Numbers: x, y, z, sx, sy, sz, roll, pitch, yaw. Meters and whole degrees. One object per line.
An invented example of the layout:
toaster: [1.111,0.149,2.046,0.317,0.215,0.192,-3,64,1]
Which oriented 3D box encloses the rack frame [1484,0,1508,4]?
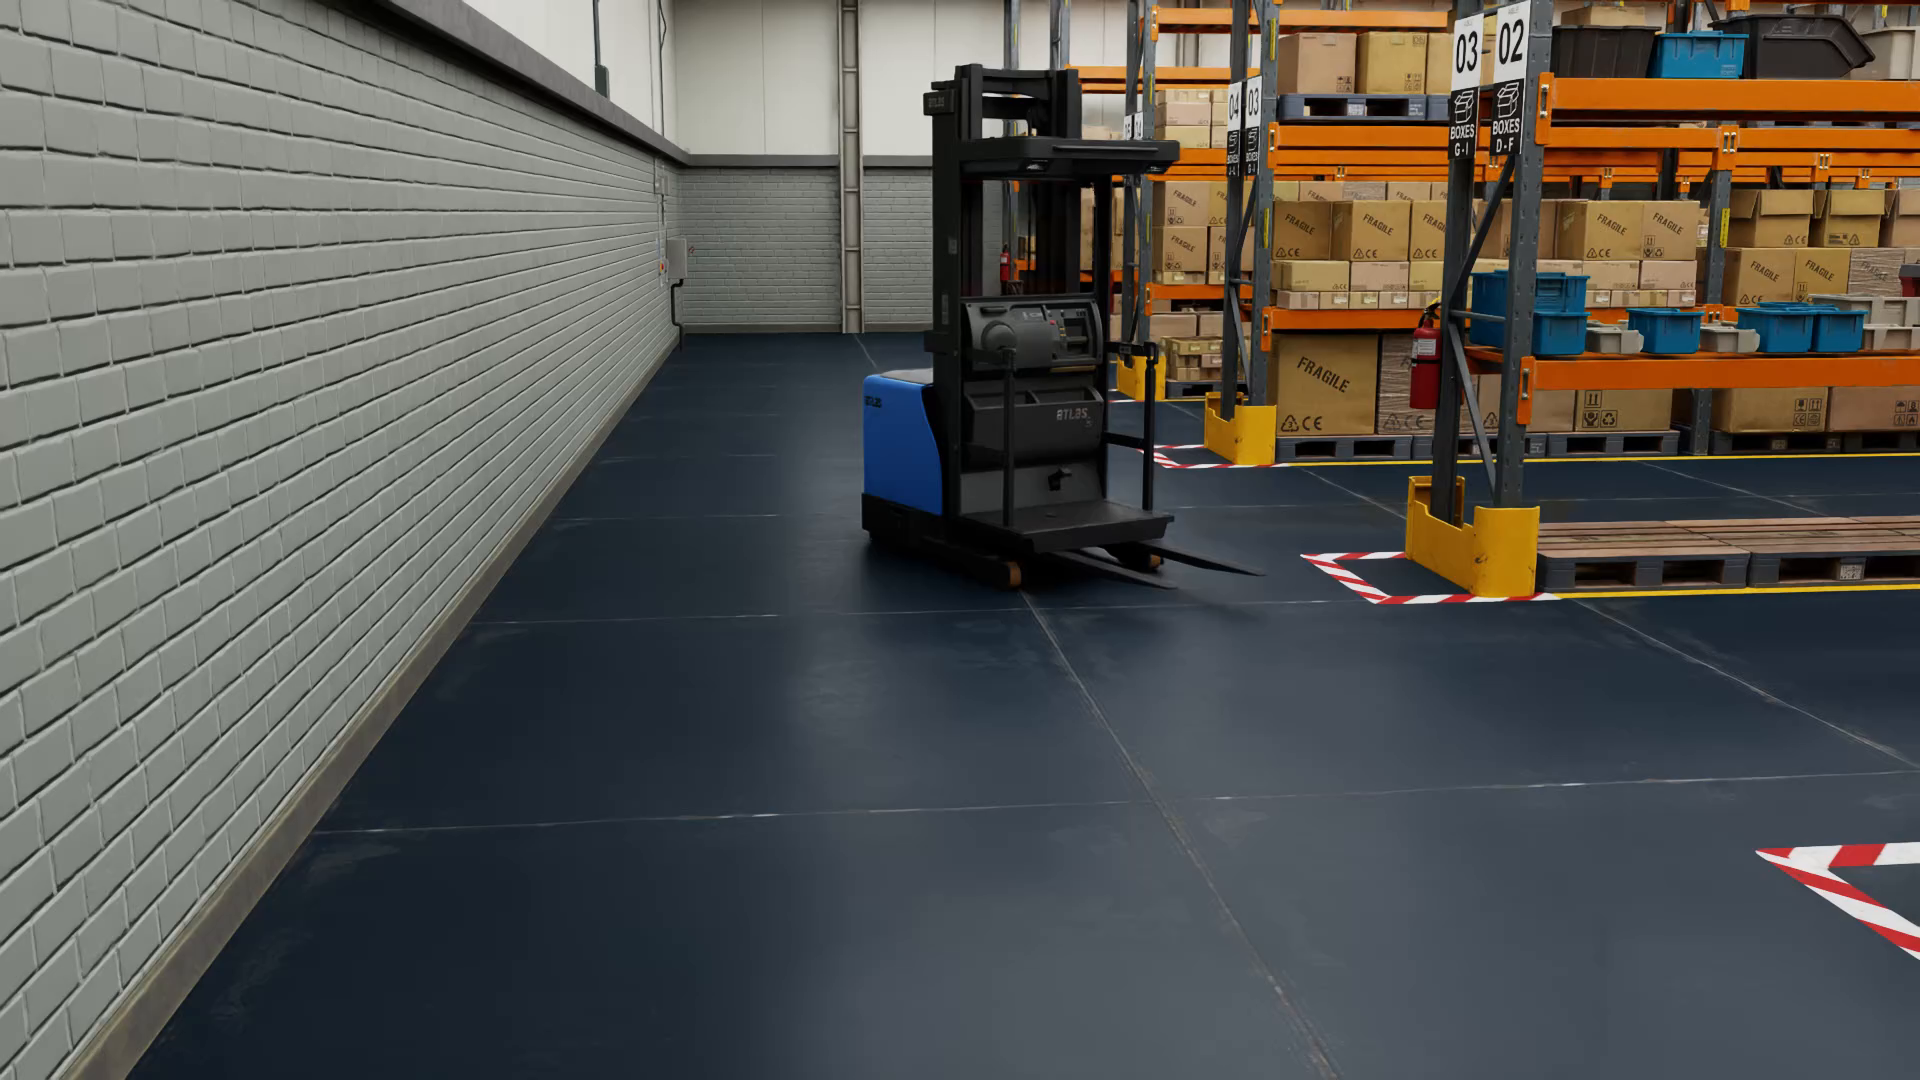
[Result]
rack frame: [6.017,-6.198,19.069,0.127,3.000,1.000,-1,11,-6]

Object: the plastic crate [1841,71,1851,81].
plastic crate: [5.038,-2.701,9.741,0.530,0.136,0.437,-1,11,-6]

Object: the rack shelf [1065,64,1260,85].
rack shelf: [3.393,-6.555,23.783,4.000,0.370,1.077,-1,11,-6]

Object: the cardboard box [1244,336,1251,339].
cardboard box: [3.303,-2.347,19.792,0.250,0.149,0.380,-2,11,-8]

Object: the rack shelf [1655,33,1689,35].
rack shelf: [8.005,-5.691,19.389,4.000,0.370,1.077,-1,11,-6]

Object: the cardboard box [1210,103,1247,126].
cardboard box: [3.023,-4.785,18.750,0.500,0.250,0.500,-1,11,-7]

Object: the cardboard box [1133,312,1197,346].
cardboard box: [2.959,-3.121,24.521,0.875,0.438,0.875,-1,11,-5]

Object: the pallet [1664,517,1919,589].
pallet: [5.044,0.065,9.988,1.213,0.211,1.003,-1,11,-6]

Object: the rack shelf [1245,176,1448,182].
rack shelf: [6.830,-6.314,29.299,4.000,0.370,1.077,-1,11,-6]

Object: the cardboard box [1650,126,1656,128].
cardboard box: [8.404,-4.875,19.854,0.500,0.500,0.500,-1,11,-6]

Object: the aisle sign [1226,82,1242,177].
aisle sign: [2.371,-3.550,14.409,0.004,0.787,0.394,-1,11,-6]

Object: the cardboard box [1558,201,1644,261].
cardboard box: [5.525,-2.671,14.354,0.500,0.500,0.500,-1,11,-5]

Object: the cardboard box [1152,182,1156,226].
cardboard box: [2.468,-3.914,19.380,0.500,0.500,0.500,-1,11,-7]

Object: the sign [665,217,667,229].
sign: [-4.480,-4.793,25.331,0.001,0.242,0.339,-1,11,-6]

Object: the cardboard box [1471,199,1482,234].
cardboard box: [7.365,-4.734,24.319,0.500,0.500,0.500,-1,11,-7]

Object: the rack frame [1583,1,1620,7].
rack frame: [9.358,-7.229,24.311,0.127,3.000,1.000,-1,11,-6]

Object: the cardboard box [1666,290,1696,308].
cardboard box: [6.184,-2.109,14.471,0.250,0.149,0.380,-1,11,-6]

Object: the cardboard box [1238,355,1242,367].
cardboard box: [3.101,-2.103,19.321,0.250,0.149,0.380,-1,11,-5]

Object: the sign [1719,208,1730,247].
sign: [6.513,-2.659,14.167,0.005,0.325,0.100,-1,11,-6]

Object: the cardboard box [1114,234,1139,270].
cardboard box: [2.413,-4.139,23.884,0.500,0.500,0.500,-1,11,-7]

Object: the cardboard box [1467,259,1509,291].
cardboard box: [4.516,-2.283,14.320,0.500,0.250,0.500,-1,11,-7]

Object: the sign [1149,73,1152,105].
sign: [2.099,-4.968,18.321,0.005,0.325,0.100,-1,11,-6]

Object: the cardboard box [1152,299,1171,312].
cardboard box: [3.370,-4.077,29.219,0.500,0.500,0.700,-2,11,-8]

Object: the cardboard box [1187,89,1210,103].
cardboard box: [2.642,-4.976,18.684,0.250,0.149,0.380,-1,11,-4]

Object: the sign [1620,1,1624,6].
sign: [9.422,-7.659,23.665,0.005,0.325,0.100,-1,11,-6]

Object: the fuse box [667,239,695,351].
fuse box: [-4.280,-3.770,25.611,0.414,1.711,0.539,-1,11,-6]

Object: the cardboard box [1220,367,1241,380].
cardboard box: [3.093,-1.956,19.342,0.250,0.149,0.380,-1,11,-5]

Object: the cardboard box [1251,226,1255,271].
cardboard box: [3.534,-3.347,19.085,0.500,0.500,0.500,-1,11,-5]

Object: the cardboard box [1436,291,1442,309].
cardboard box: [4.142,-2.066,14.254,0.250,0.149,0.380,-1,11,-7]

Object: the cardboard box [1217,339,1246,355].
cardboard box: [3.123,-2.226,19.174,0.250,0.149,0.380,-1,11,-6]

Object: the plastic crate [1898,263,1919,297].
plastic crate: [6.072,-1.442,10.105,0.583,0.464,0.402,-1,11,-6]

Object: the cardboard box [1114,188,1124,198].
cardboard box: [2.312,-4.933,23.654,0.250,0.149,0.380,-1,11,-4]

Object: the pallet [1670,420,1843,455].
pallet: [7.211,-0.964,15.223,1.213,0.211,1.003,-1,11,-6]

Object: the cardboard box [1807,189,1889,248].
cardboard box: [7.770,-2.870,14.830,0.637,0.503,0.797,-1,11,-5]

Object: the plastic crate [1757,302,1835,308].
plastic crate: [5.024,-1.308,10.022,0.300,0.233,0.416,-1,11,-6]

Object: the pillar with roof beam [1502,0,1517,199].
pillar with roof beam: [10.482,-7.555,25.971,0.400,9.000,9.100,-1,11,-6]

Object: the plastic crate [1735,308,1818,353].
plastic crate: [4.600,-1.185,9.398,0.300,0.233,0.416,-1,11,-6]

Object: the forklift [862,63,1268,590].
forklift: [0.556,-1.256,9.660,1.130,2.935,3.031,-7,13,-31]

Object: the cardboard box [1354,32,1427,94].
cardboard box: [3.559,-4.004,14.075,0.500,0.500,0.700,-2,11,-8]

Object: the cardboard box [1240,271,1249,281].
cardboard box: [3.162,-3.032,19.168,0.250,0.149,0.380,-1,11,-3]

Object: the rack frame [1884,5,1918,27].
rack frame: [16.772,-8.347,30.000,0.127,3.000,1.000,-1,11,-6]

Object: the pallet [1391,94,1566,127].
pallet: [4.427,-3.690,14.315,1.213,0.211,1.003,-1,11,-6]

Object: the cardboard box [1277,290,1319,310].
cardboard box: [2.864,-2.039,14.115,0.250,0.149,0.380,-1,11,-5]

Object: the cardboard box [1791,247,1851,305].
cardboard box: [7.436,-2.323,14.648,0.500,0.500,0.500,-1,11,-6]

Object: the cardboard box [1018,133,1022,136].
cardboard box: [1.277,-6.923,28.851,0.500,0.250,0.500,-2,11,-8]

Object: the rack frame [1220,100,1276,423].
rack frame: [2.475,-2.218,14.375,0.127,3.000,1.000,-1,11,-6]

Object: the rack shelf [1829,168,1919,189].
rack shelf: [15.323,-5.529,25.306,4.000,0.370,1.077,-1,11,-6]

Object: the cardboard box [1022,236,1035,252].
cardboard box: [1.346,-5.101,28.655,0.500,0.250,0.500,-1,11,-6]

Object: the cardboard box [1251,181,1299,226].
cardboard box: [3.536,-3.834,18.971,0.500,0.500,0.500,-1,11,-7]

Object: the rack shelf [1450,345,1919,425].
rack shelf: [4.999,-0.957,9.825,4.000,0.370,1.077,-1,11,-6]

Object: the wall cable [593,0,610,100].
wall cable: [-3.518,-7.284,16.249,0.120,5.999,2.277,-1,11,-6]

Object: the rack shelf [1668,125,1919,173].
rack shelf: [8.440,-3.462,14.791,4.000,0.370,1.077,-1,11,-6]

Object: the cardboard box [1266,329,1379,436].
cardboard box: [3.103,-1.410,14.685,0.875,0.875,0.875,-1,11,-6]
